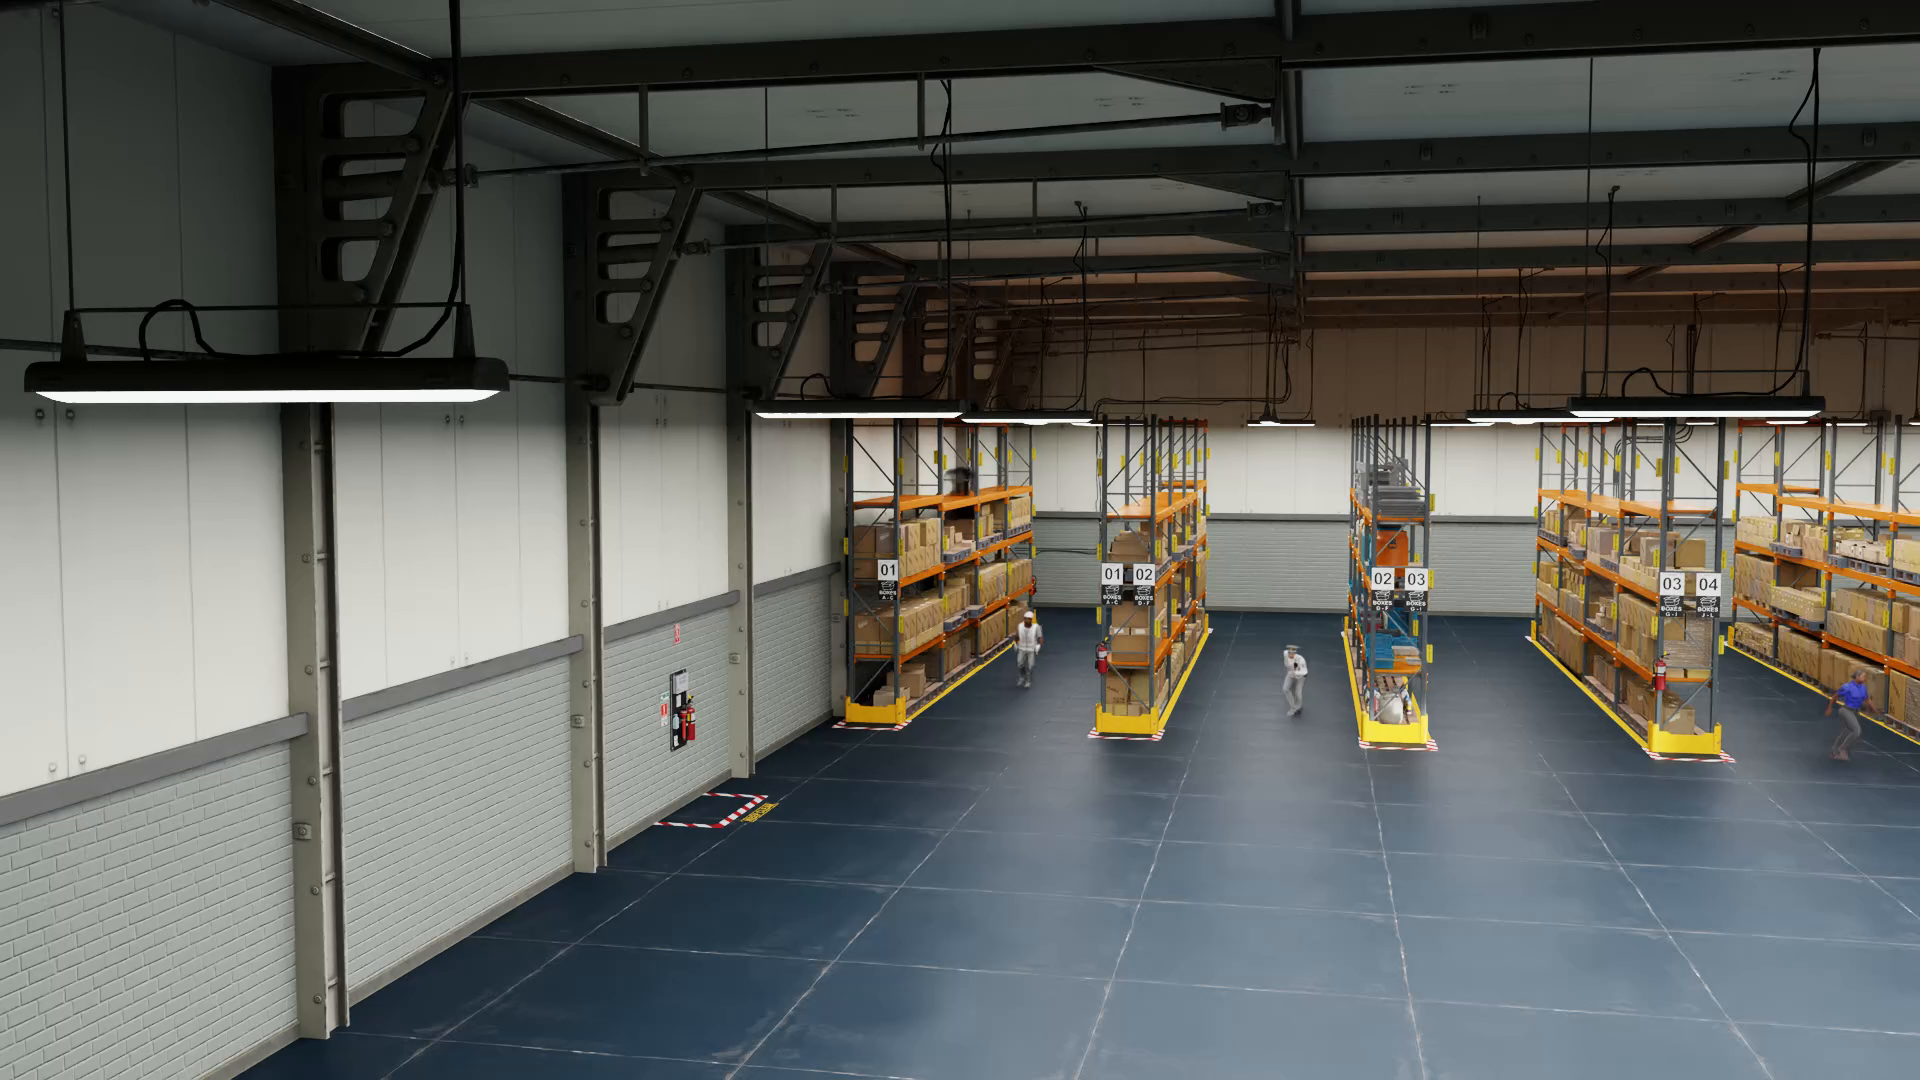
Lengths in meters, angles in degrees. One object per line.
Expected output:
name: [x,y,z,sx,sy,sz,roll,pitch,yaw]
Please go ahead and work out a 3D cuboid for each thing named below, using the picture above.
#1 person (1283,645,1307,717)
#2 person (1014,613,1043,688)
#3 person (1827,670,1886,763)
person: [6.759,2.791,33.366,0.597,1.461,1.089,2,4,30]
person: [1.488,2.430,36.402,0.688,1.696,0.880,0,4,7]
person: [15.403,3.017,28.542,0.544,1.589,0.878,-2,4,-31]
